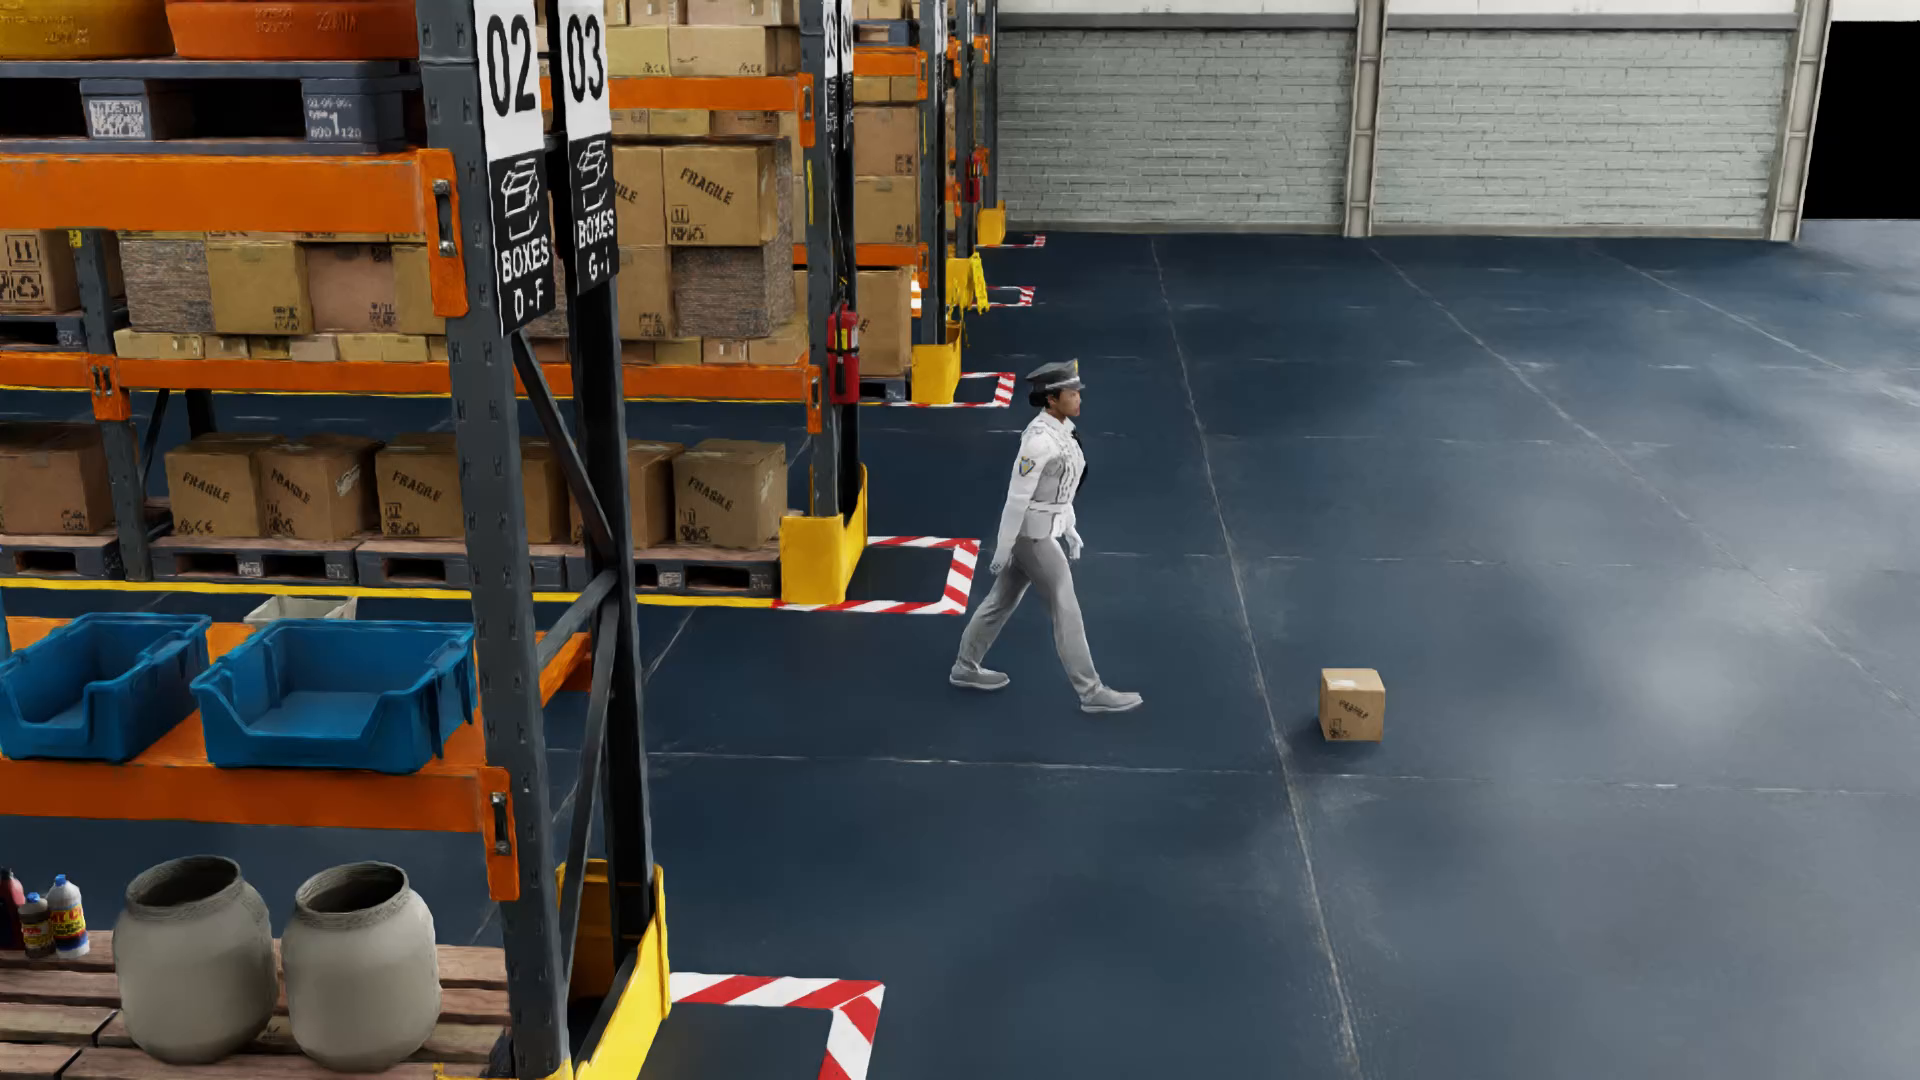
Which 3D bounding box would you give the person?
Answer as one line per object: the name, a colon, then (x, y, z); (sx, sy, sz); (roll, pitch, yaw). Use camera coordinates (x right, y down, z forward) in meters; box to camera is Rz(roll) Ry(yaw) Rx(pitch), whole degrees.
person: (0.404, -0.040, 7.644); (0.939, 1.624, 0.491); (3, 18, 10)
